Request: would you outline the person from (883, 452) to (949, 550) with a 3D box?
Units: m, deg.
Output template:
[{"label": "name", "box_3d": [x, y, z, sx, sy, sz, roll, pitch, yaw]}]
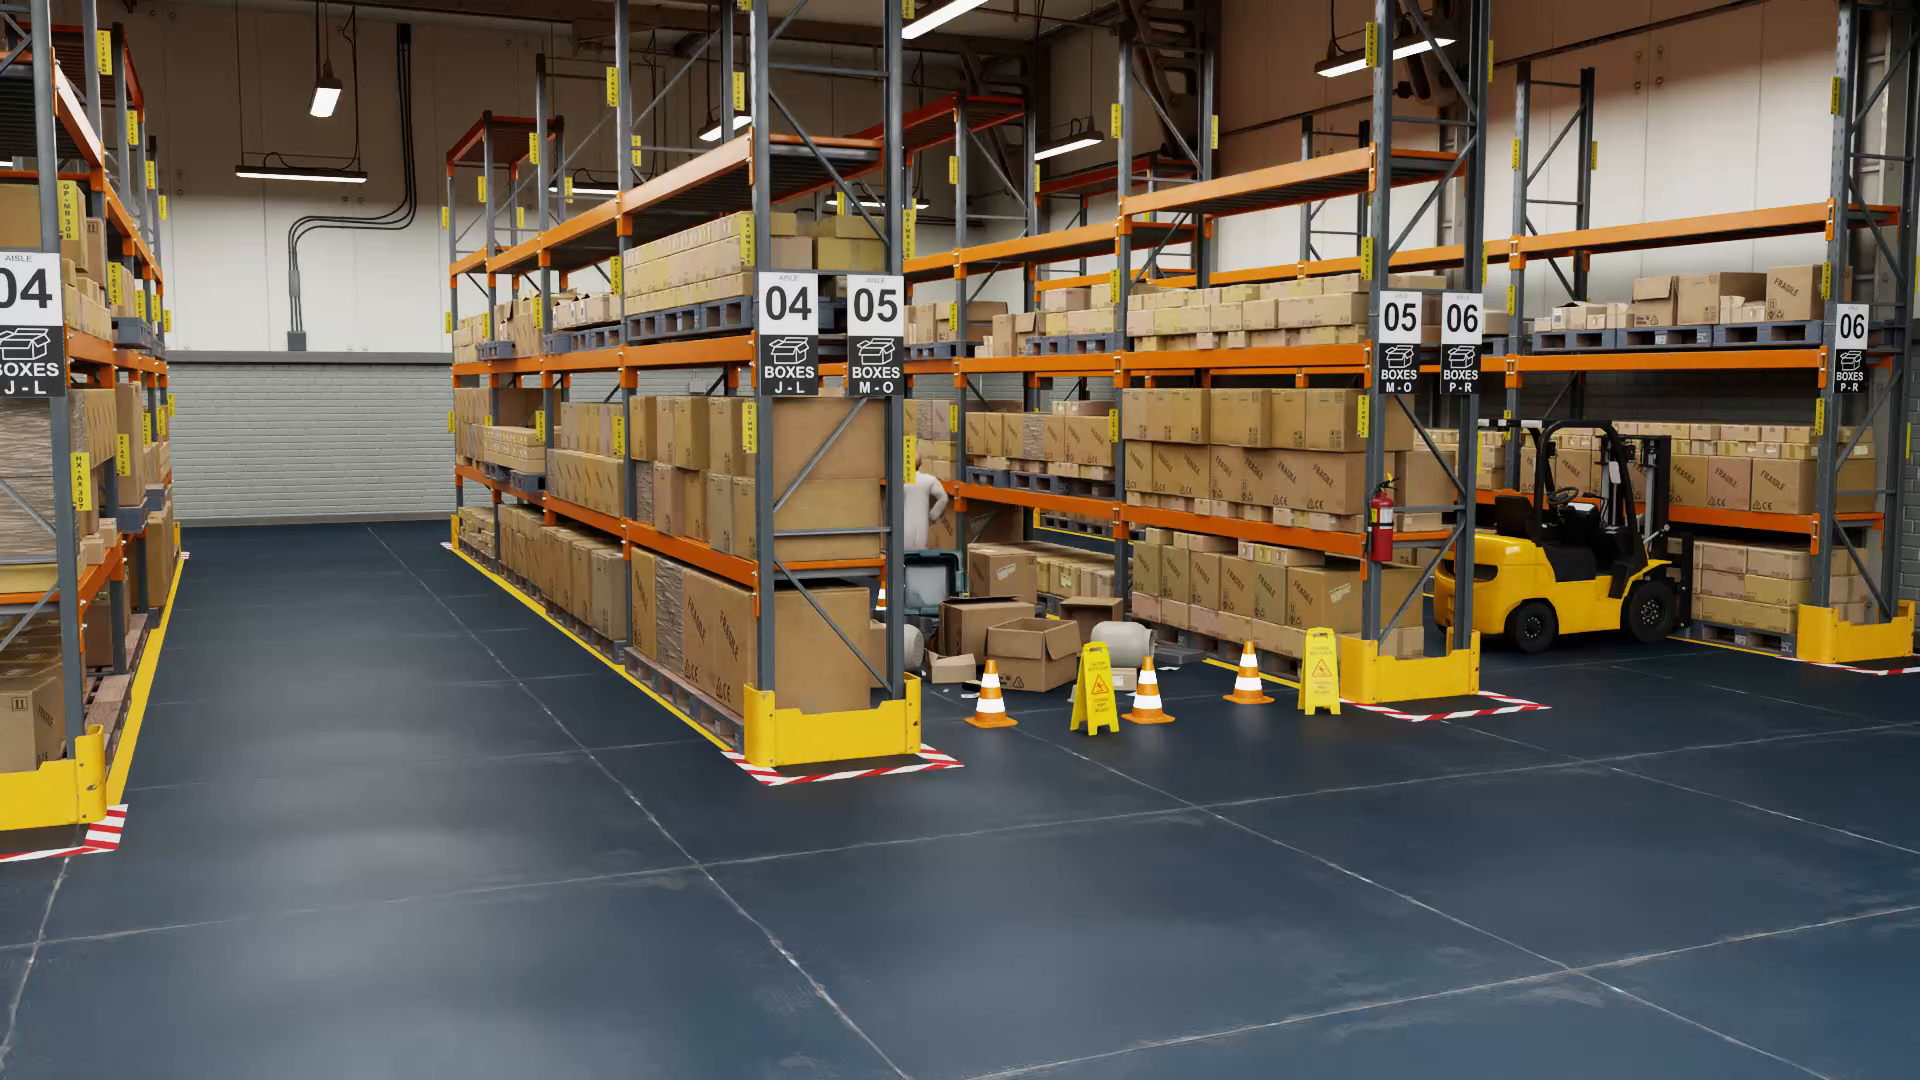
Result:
[{"label": "person", "box_3d": [-0.557, -0.144, 19.061, 0.745, 1.750, 0.545, -2, 6, -25]}]
